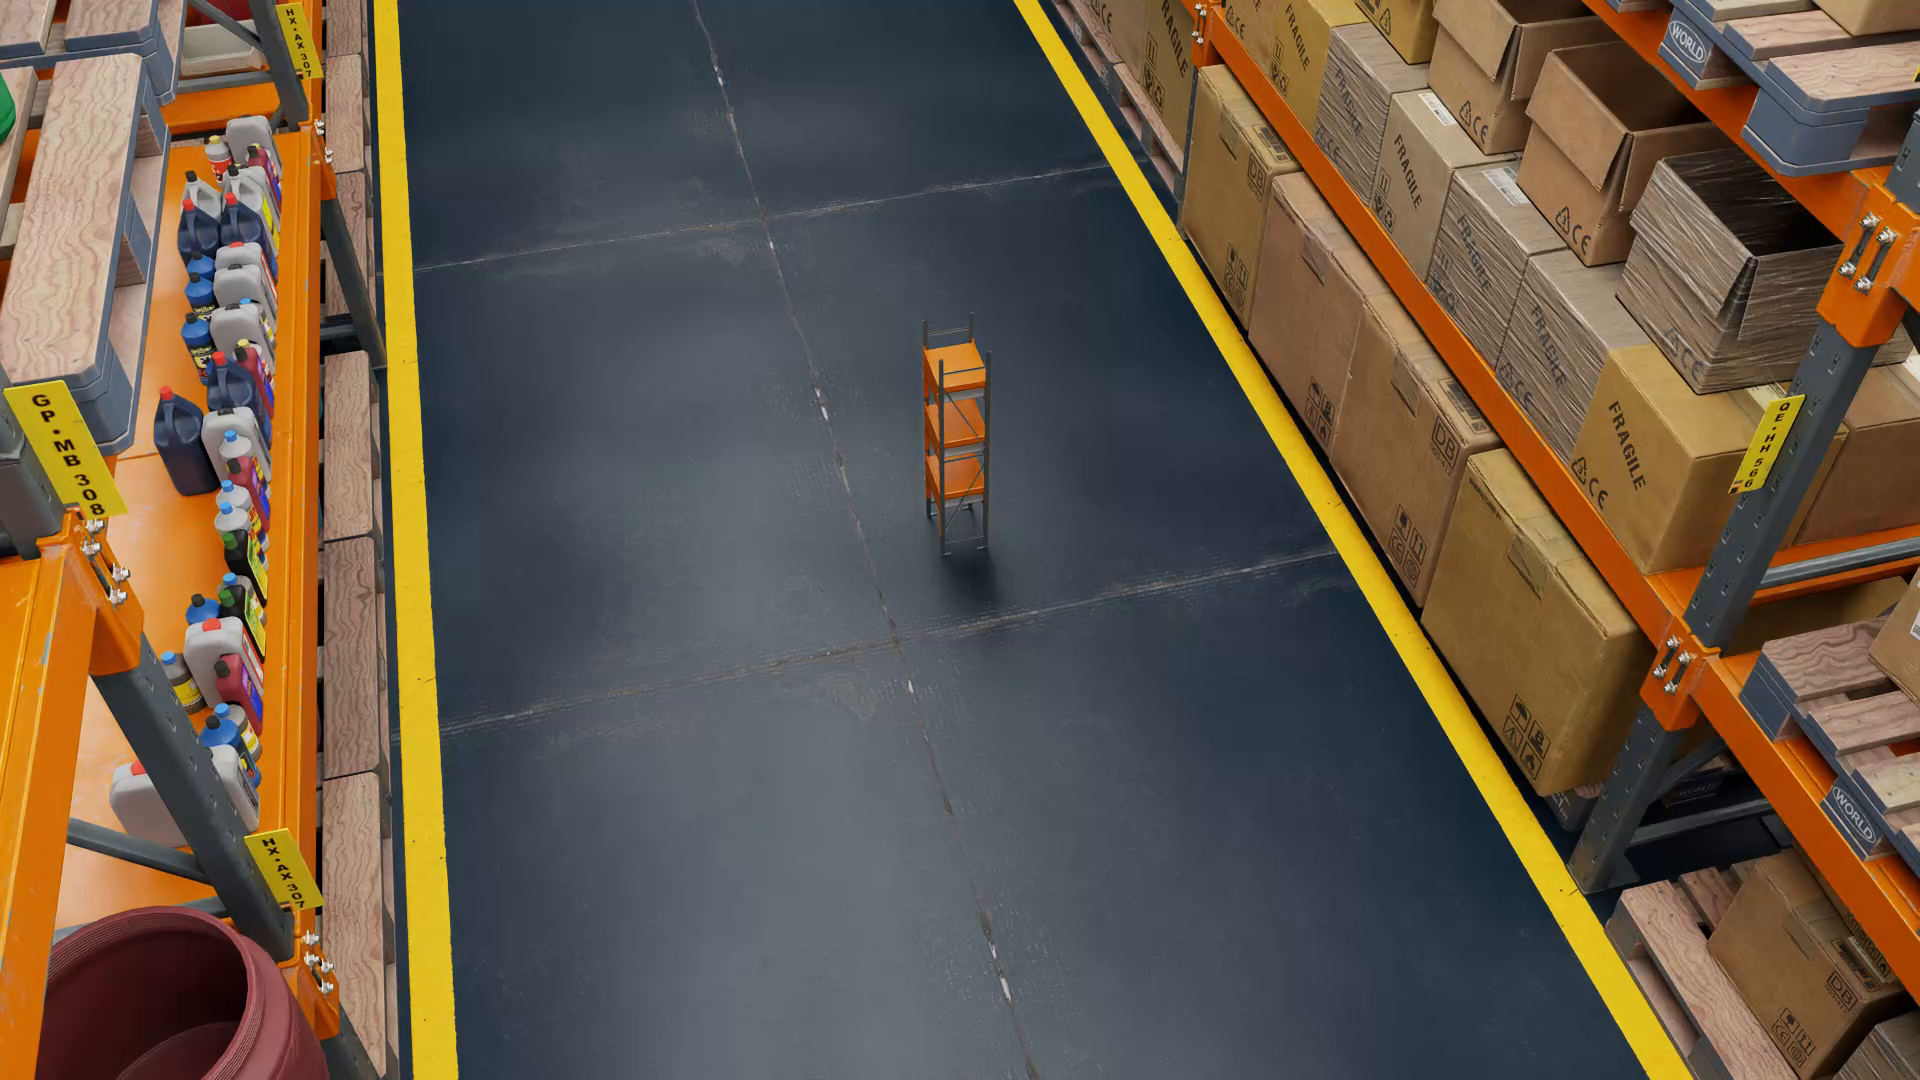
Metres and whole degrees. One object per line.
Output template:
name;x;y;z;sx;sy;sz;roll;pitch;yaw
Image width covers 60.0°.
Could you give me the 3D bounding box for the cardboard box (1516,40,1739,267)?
cardboard box;2.299;-1.288;5.391;0.797;0.503;0.637;-10;46;-9

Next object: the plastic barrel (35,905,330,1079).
plastic barrel;-1.742;1.179;3.650;0.600;0.536;0.708;-11;47;-10

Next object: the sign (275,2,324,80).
sign;-2.645;-1.996;6.663;0.100;0.325;0.005;-11;47;-10

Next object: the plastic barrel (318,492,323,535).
plastic barrel;-2.873;-0.345;6.414;0.600;0.901;0.708;-11;47;-10

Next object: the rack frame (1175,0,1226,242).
rack frame;1.610;-2.706;7.552;1.000;3.000;0.127;-11;47;-10

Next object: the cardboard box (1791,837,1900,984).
cardboard box;2.835;0.972;4.865;0.500;0.250;0.500;-9;46;-9

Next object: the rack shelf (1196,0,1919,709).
rack shelf;2.122;-1.073;6.456;1.077;0.370;4.000;-11;47;-10

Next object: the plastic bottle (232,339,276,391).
plastic bottle;-2.391;-0.589;5.617;0.097;0.201;0.097;0;46;0

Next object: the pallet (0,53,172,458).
pallet;-2.255;-0.568;3.489;1.003;0.211;1.213;-11;47;-10

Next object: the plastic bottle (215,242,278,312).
plastic bottle;-2.541;-0.943;5.912;0.152;0.276;0.135;-11;47;-10

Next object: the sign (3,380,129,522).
sign;-1.623;-0.157;3.028;0.100;0.325;0.005;-11;47;-10

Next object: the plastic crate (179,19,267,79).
plastic crate;-3.158;-2.076;7.078;0.396;0.136;0.243;-11;47;-10

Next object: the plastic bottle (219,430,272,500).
plastic bottle;-2.251;-0.234;5.220;0.097;0.271;0.097;0;46;0

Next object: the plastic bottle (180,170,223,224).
plastic bottle;-2.765;-1.182;6.093;0.144;0.351;0.185;-11;47;-10

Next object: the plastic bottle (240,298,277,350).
plastic bottle;-2.451;-0.749;5.774;0.097;0.201;0.097;0;46;0

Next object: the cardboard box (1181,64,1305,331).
cardboard box;1.794;-1.671;7.731;1.225;0.875;0.875;-11;47;-10

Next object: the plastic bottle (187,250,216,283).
plastic bottle;-2.657;-0.906;5.878;0.097;0.271;0.097;0;46;0

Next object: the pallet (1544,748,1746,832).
pallet;2.505;0.474;6.388;1.003;0.211;1.213;-11;47;-10

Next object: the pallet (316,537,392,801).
pallet;-2.704;0.560;6.304;1.003;0.211;1.213;-11;47;-10

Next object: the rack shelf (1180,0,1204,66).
rack shelf;1.098;-3.835;9.162;1.077;0.370;4.000;-11;47;-10

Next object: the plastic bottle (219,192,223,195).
plastic bottle;-2.786;-1.230;6.245;0.097;0.201;0.097;0;46;0

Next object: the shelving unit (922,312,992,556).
shelving unit;-0.014;-0.404;6.662;0.215;1.050;0.252;-11;47;-10

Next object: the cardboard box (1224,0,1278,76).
cardboard box;1.487;-2.377;7.160;0.500;0.500;0.500;-11;47;-10

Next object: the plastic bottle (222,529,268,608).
plastic bottle;-2.119;0.065;4.919;0.061;0.283;0.133;-11;47;-10

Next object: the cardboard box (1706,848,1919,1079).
cardboard box;2.825;1.236;5.132;0.700;0.500;0.500;-13;47;-12

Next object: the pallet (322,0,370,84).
pallet;-4.028;-3.009;9.802;1.003;0.211;1.213;-11;47;-10

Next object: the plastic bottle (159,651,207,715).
plastic bottle;-2.186;0.390;4.658;0.097;0.201;0.097;0;46;0

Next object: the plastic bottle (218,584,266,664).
plastic bottle;-2.060;0.224;4.762;0.061;0.283;0.133;-11;47;-10

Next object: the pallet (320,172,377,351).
pallet;-3.403;-1.325;8.151;1.003;0.211;1.213;-11;47;-10

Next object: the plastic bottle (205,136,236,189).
plastic bottle;-2.880;-1.482;6.492;0.097;0.201;0.097;0;46;0

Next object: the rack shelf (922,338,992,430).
rack shelf;-0.014;-0.596;6.467;0.215;0.259;0.240;-11;47;-10

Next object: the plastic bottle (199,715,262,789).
plastic bottle;-1.955;0.564;4.438;0.097;0.271;0.097;0;46;0

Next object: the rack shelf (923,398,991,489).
rack shelf;-0.014;-0.397;6.670;0.215;0.259;0.240;-11;47;-10

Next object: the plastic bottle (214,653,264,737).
plastic bottle;-1.992;0.409;4.581;0.061;0.283;0.133;-11;47;-10

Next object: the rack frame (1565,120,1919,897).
rack frame;2.634;0.056;4.846;1.000;3.000;0.127;-11;47;-10

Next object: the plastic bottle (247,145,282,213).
plastic bottle;-2.661;-1.395;6.349;0.061;0.283;0.133;-11;47;-10

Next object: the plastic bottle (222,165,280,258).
plastic bottle;-2.626;-1.208;6.119;0.144;0.351;0.185;-11;47;-10

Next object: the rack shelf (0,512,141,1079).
rack shelf;-1.641;1.544;1.791;1.077;0.370;4.000;-11;47;-10

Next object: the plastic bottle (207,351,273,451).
plastic bottle;-2.344;-0.447;5.374;0.144;0.351;0.185;-11;47;-10

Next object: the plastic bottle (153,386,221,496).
plastic bottle;-2.456;-0.327;5.255;0.144;0.351;0.185;-11;47;-10

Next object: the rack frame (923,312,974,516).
rack frame;-0.045;-0.489;6.745;0.200;1.050;0.008;-11;47;-10

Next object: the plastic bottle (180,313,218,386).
plastic bottle;-2.563;-0.653;5.630;0.097;0.271;0.097;0;46;0

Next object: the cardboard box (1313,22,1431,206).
cardboard box;1.744;-1.685;6.482;0.500;0.500;0.500;-12;47;-11

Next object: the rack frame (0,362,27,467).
rack frame;-2.153;-1.138;1.816;1.000;3.000;0.127;-11;47;-10

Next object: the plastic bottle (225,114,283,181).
plastic bottle;-2.764;-1.544;6.500;0.152;0.276;0.135;-11;47;-10

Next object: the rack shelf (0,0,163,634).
rack shelf;-2.665;-1.217;4.497;1.077;0.370;4.000;-11;47;-10

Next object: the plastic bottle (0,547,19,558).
plastic bottle;-2.962;-0.129;5.061;0.144;0.351;0.185;-11;47;-10

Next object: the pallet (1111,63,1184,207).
pallet;1.491;-2.269;9.077;1.003;0.211;1.213;-11;47;-10

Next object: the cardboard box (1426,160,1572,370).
cardboard box;2.011;-0.978;5.789;0.500;0.500;0.500;-12;47;-12

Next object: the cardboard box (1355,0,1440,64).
cardboard box;1.946;-2.176;6.261;0.797;0.503;0.637;-10;46;-10

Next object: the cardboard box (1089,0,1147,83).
cardboard box;1.288;-3.201;9.231;0.875;0.875;0.875;-11;47;-10

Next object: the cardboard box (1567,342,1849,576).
cardboard box;2.269;-0.274;5.099;0.500;0.500;0.500;-9;46;-9

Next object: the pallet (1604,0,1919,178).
pallet;2.418;-1.363;4.268;1.213;0.211;1.003;-9;46;-8

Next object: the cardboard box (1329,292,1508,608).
cardboard box;2.257;-0.444;6.530;1.225;0.875;0.875;-11;47;-10

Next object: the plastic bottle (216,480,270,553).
plastic bottle;-2.192;-0.074;5.063;0.097;0.271;0.097;0;46;0

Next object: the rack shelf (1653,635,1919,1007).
rack shelf;3.146;1.689;3.749;1.077;0.370;4.000;-11;47;-10

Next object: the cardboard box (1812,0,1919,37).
cardboard box;2.409;-1.585;3.987;0.797;0.503;0.637;-8;46;-8
